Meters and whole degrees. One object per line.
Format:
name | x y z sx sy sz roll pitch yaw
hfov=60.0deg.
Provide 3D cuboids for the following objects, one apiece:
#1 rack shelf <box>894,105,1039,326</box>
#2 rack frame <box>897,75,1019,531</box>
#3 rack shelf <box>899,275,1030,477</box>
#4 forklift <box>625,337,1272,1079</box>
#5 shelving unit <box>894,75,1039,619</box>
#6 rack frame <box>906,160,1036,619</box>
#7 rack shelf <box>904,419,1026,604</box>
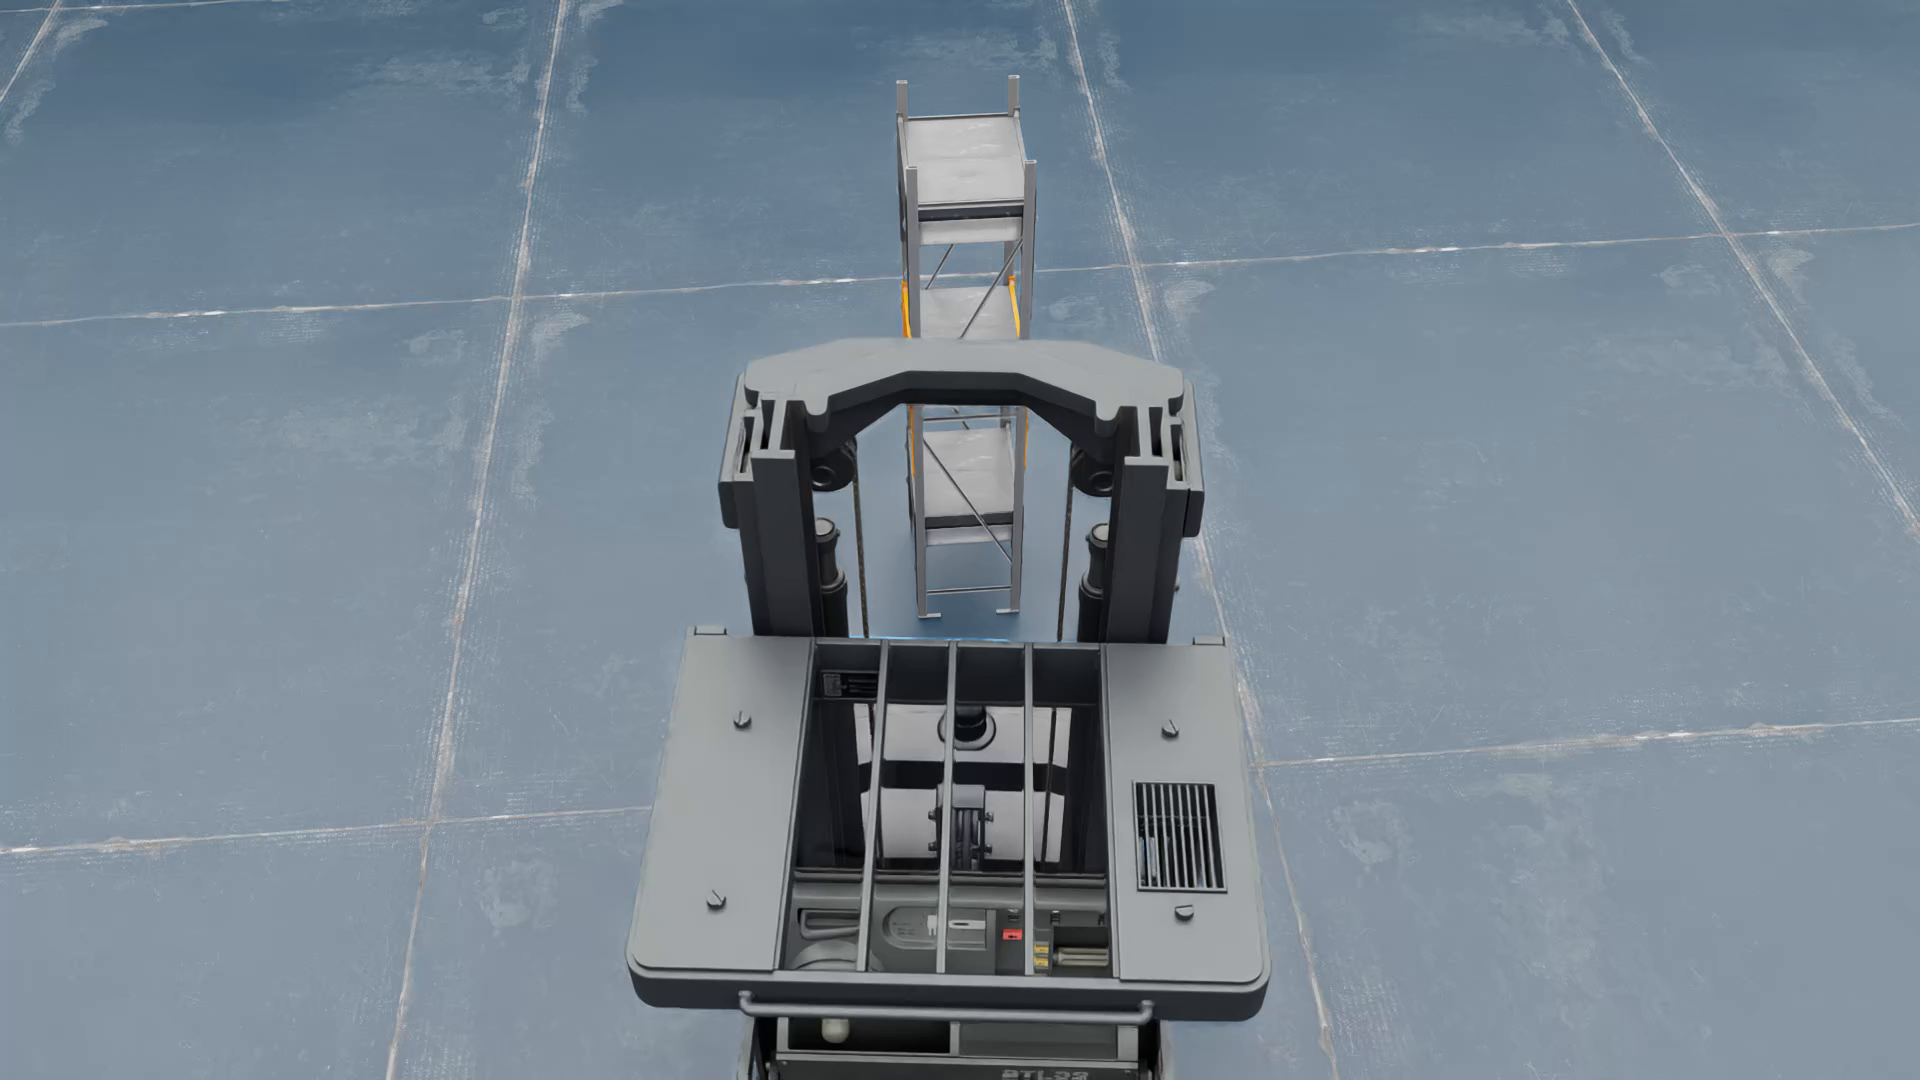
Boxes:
rack shelf | 0.014 -1.074 5.512 0.431 0.518 0.480 -3 47 -3
rack frame | -0.007 -0.779 6.178 0.400 2.100 0.015 -3 47 -3
rack shelf | 0.014 -0.593 6.021 0.431 0.518 0.480 -3 47 -3
forklift | -0.010 1.108 3.819 1.130 2.935 3.031 1 47 1
shelving unit | 0.014 -0.602 6.011 0.431 2.100 0.503 -3 47 -3
rack frame | 0.034 -0.426 5.844 0.400 2.100 0.015 -3 47 -3
rack shelf | 0.014 -0.112 6.529 0.431 0.518 0.480 -3 47 -3
